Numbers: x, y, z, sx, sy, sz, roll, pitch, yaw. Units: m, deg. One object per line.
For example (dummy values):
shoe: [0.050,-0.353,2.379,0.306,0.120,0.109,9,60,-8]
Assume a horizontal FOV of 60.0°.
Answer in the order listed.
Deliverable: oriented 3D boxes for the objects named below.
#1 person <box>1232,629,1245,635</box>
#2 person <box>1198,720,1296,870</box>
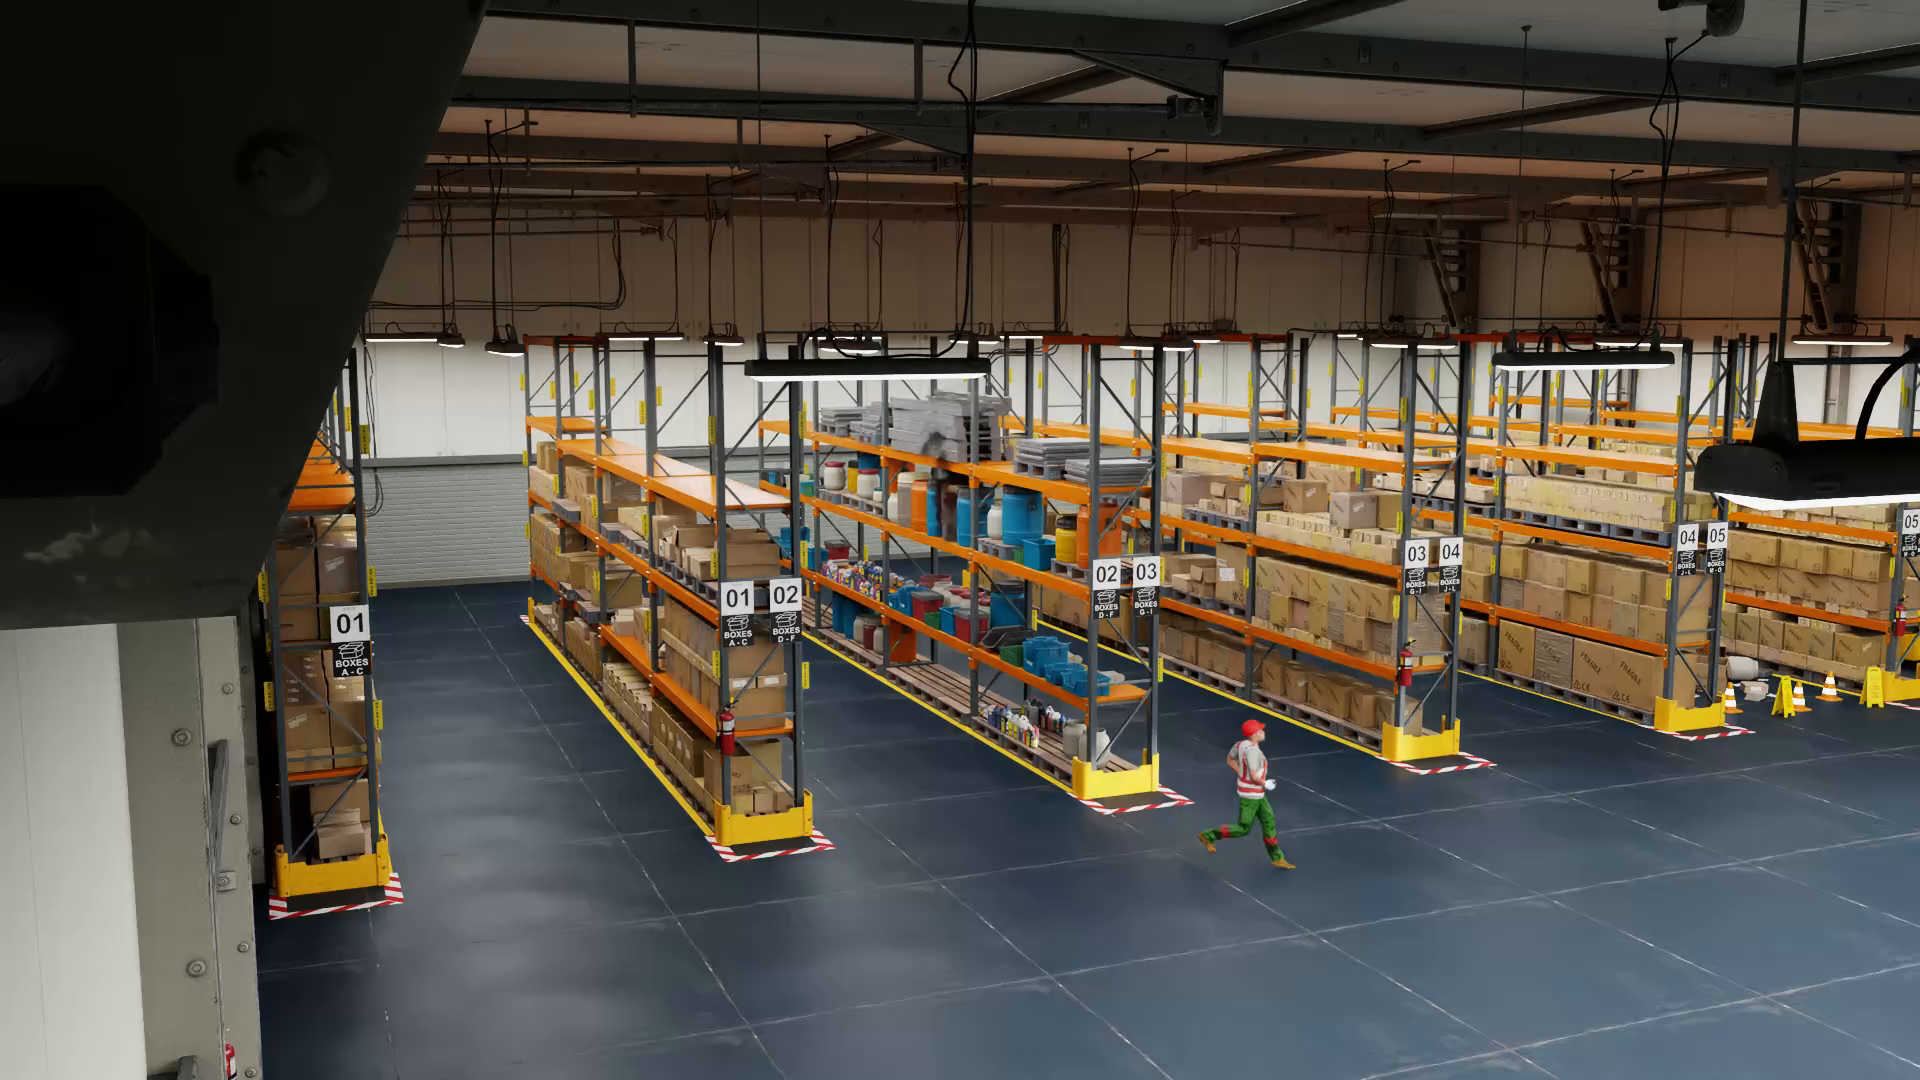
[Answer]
person: [5.598,1.062,33.439,0.711,1.691,0.636,-4,9,-30]
person: [3.315,2.938,19.100,1.143,1.776,0.626,1,8,6]
